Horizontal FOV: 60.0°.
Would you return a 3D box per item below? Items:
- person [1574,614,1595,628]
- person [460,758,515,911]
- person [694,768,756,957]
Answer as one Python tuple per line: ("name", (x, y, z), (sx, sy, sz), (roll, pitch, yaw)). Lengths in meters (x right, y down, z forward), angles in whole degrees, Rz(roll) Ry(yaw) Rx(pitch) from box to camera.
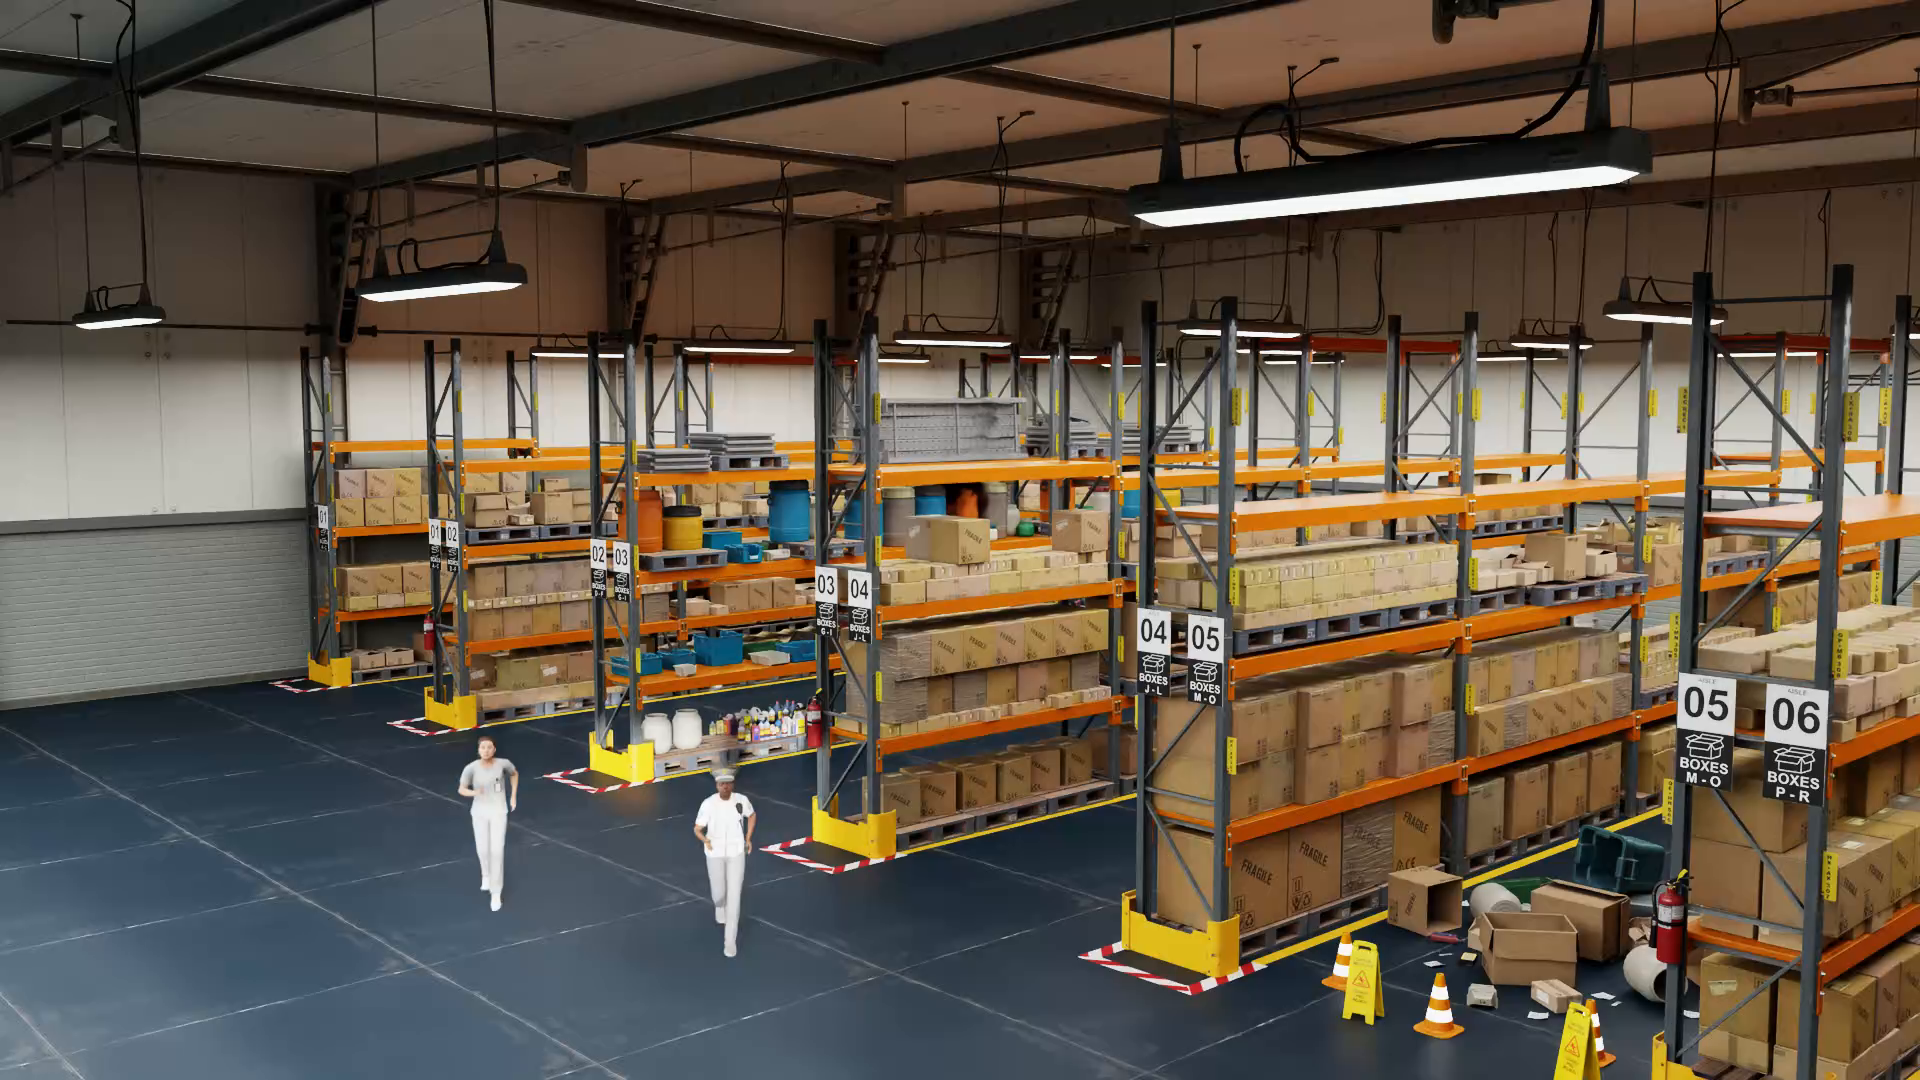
("person", (11.446, 1.638, 30.601), (0.655, 1.699, 0.590), (-3, 6, -30))
("person", (-4.810, 2.951, 16.972), (0.526, 1.473, 0.832), (-1, 5, -11))
("person", (-2.198, 2.951, 15.609), (0.586, 1.695, 0.904), (-1, 5, -9))
